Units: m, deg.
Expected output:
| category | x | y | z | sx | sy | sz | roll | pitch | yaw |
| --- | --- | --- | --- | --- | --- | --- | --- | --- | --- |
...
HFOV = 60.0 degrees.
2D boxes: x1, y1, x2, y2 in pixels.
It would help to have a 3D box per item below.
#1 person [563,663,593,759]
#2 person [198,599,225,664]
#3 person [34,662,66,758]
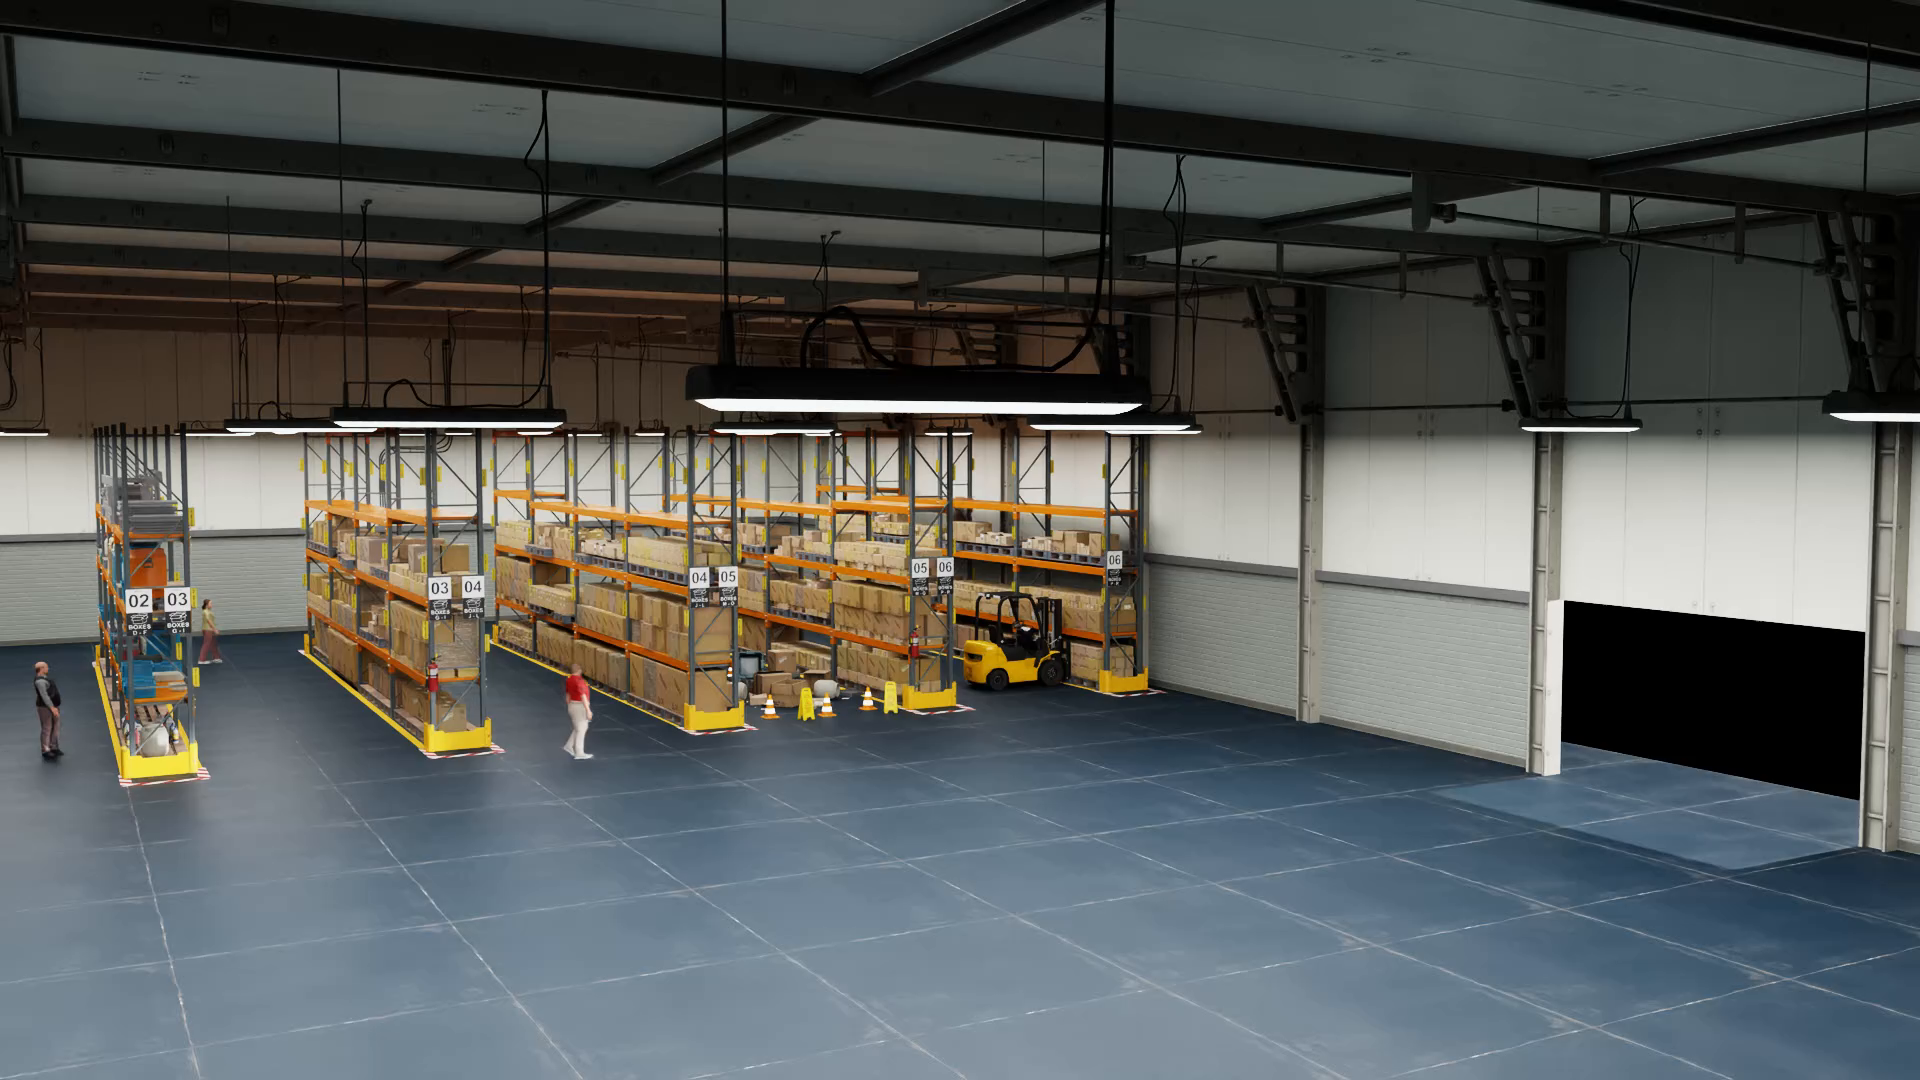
| category | x | y | z | sx | sy | sz | roll | pitch | yaw |
| --- | --- | --- | --- | --- | --- | --- | --- | --- | --- |
| person | -6.848 | 3.063 | 29.829 | 0.471 | 1.729 | 0.587 | -2 | 4 | -24 |
| person | -19.037 | 2.328 | 42.318 | 0.511 | 1.669 | 0.788 | 3 | 4 | 38 |
| person | -16.429 | 3.062 | 30.010 | 0.555 | 1.753 | 0.613 | 0 | 3 | -1 |
